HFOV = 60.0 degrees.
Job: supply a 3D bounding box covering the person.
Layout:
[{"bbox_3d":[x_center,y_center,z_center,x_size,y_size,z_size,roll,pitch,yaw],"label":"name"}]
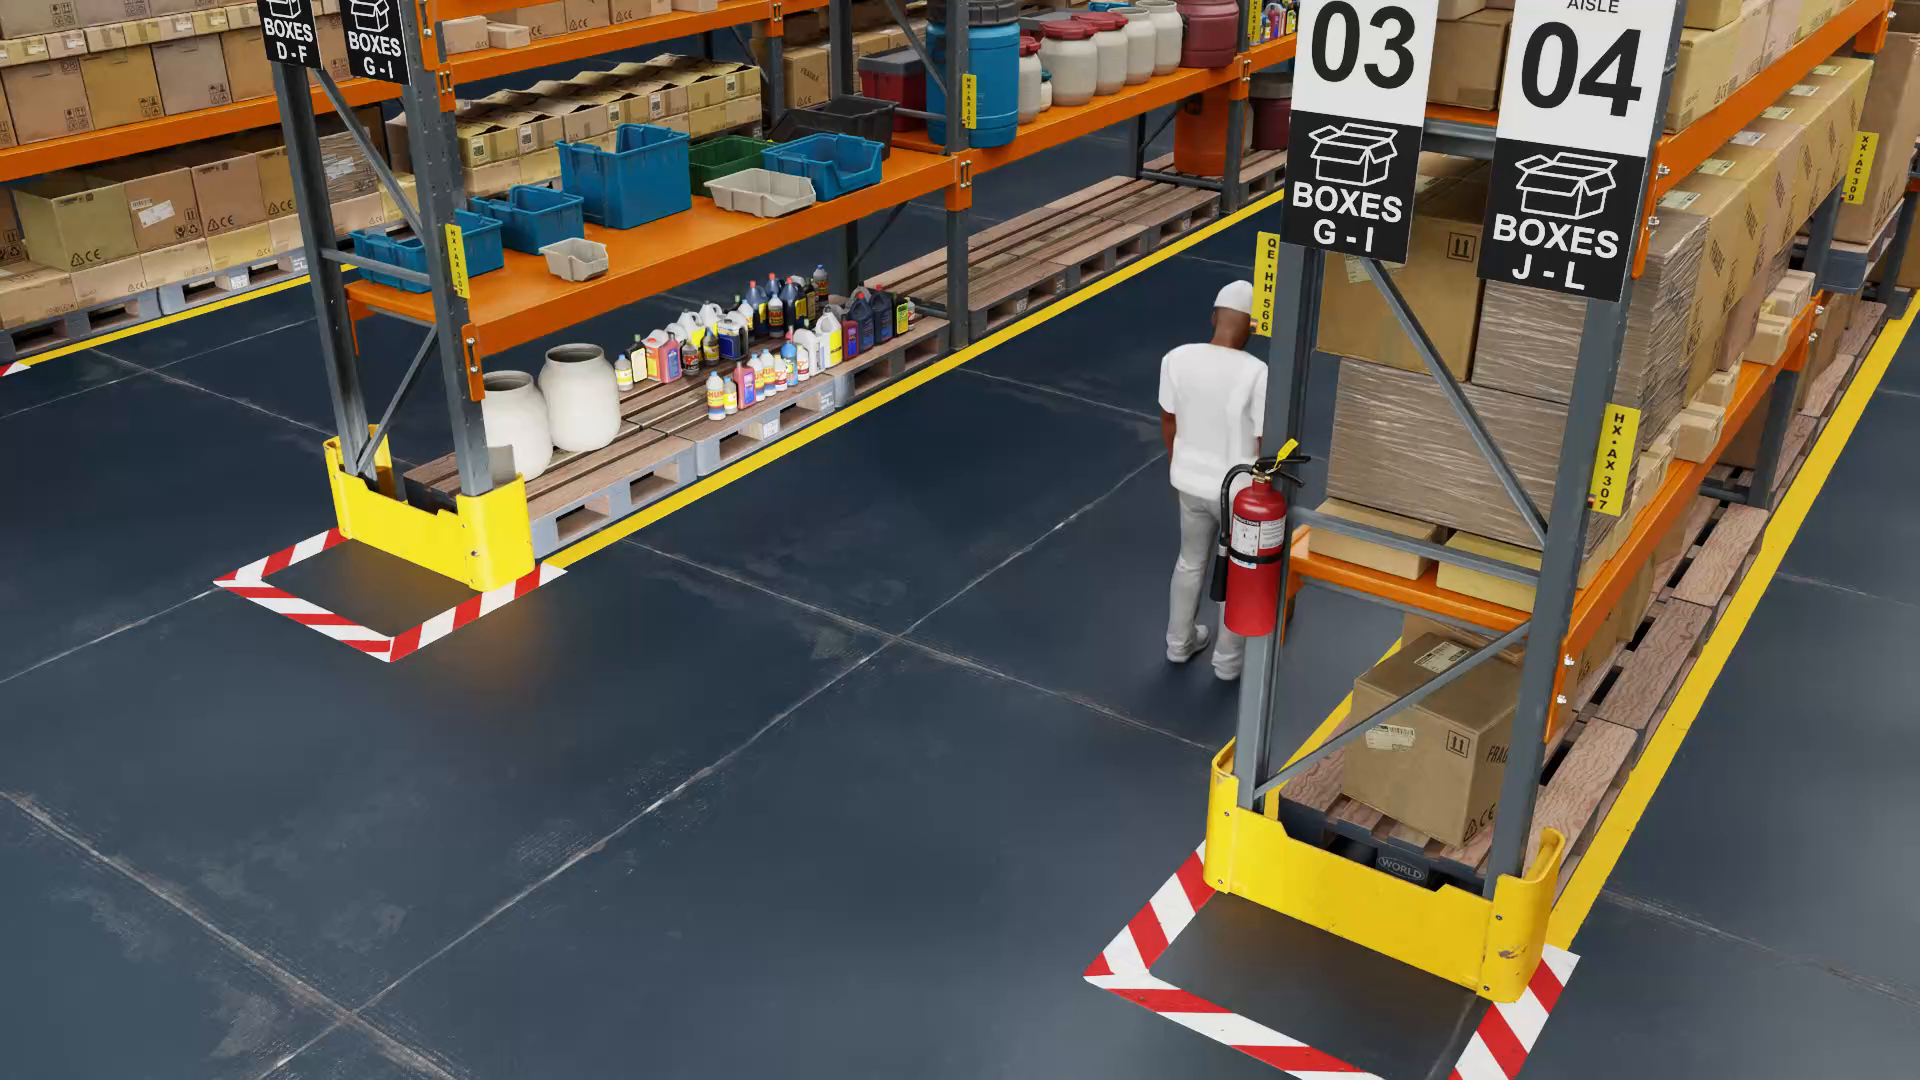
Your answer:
[{"bbox_3d":[1.112,-0.254,7.118,0.578,1.743,0.397,20,33,34],"label":"person"}]
